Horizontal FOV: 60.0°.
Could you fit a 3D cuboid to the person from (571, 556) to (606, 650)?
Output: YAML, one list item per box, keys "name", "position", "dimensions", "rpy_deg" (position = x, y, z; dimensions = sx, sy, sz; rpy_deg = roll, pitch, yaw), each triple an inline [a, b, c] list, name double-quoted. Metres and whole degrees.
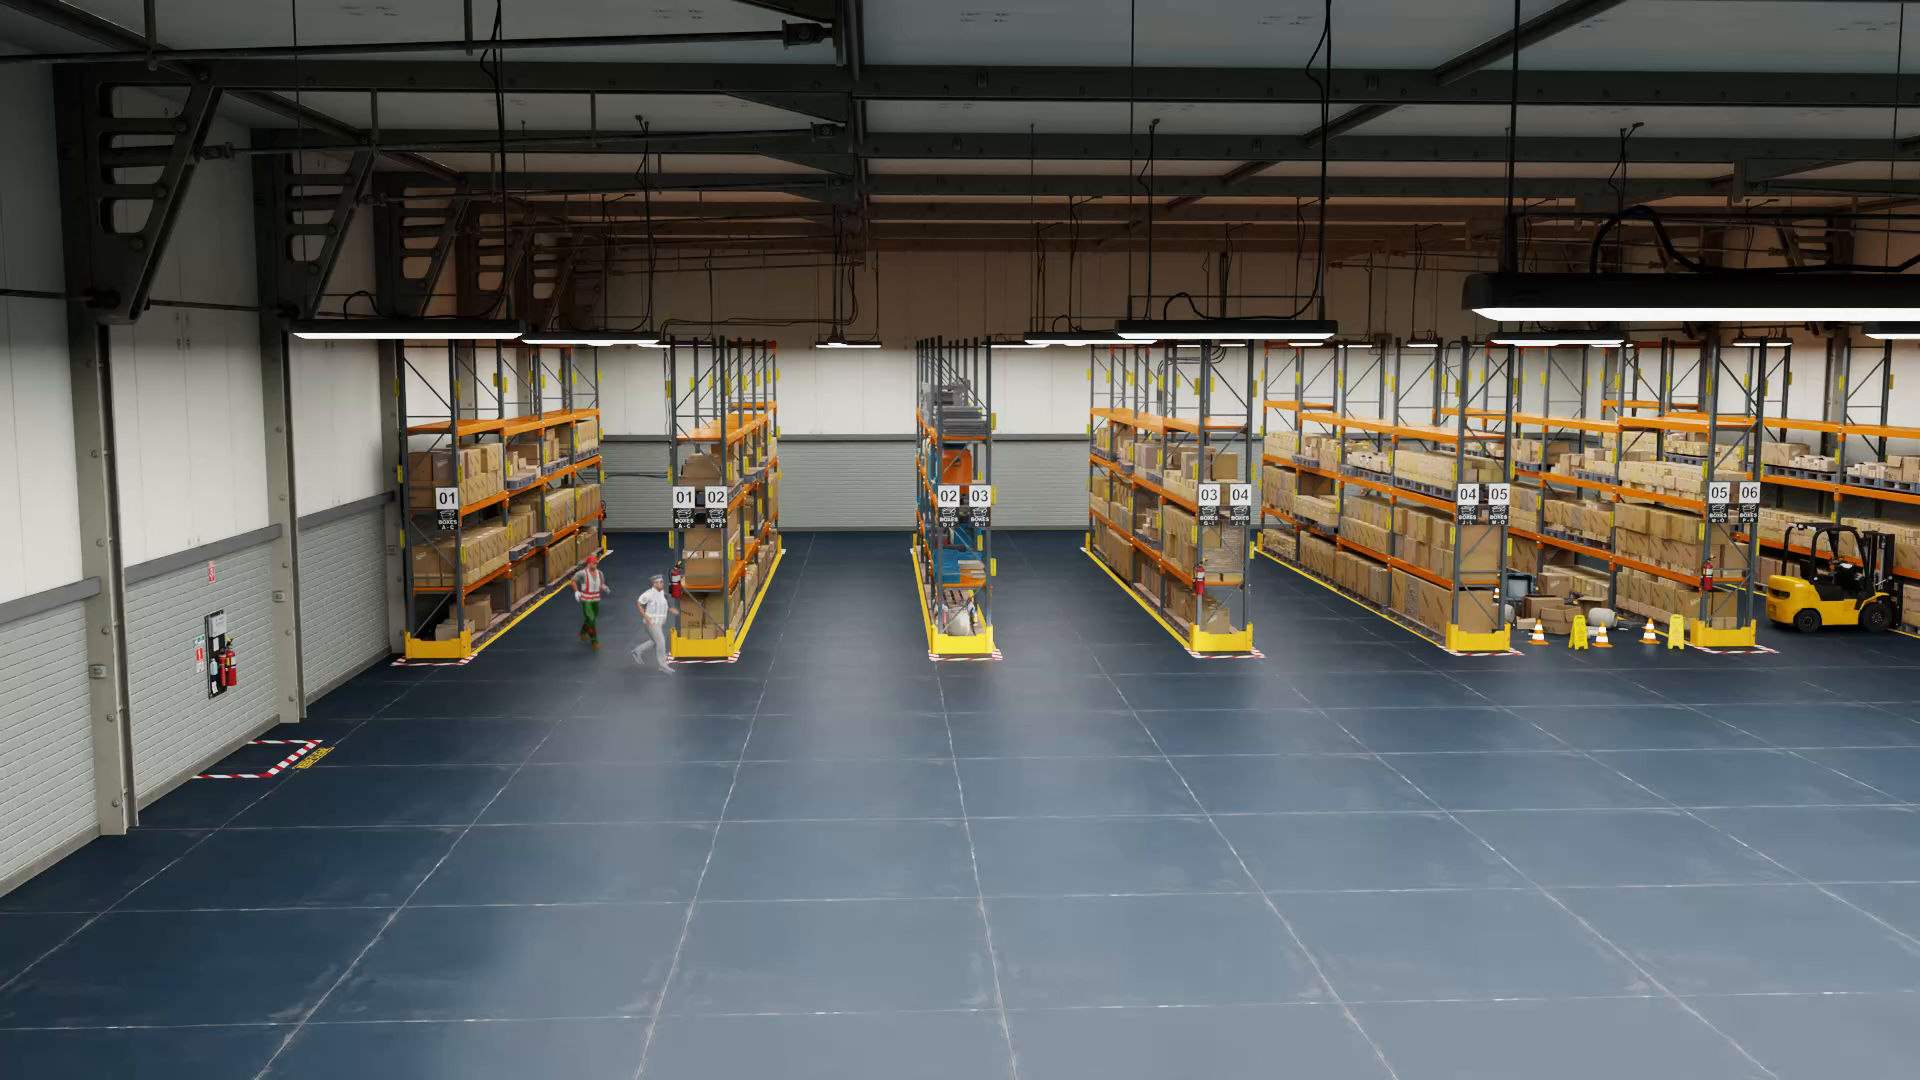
- name: "person"
  position: [-7.166, 1.178, 32.178]
  dimensions: [0.970, 1.785, 0.612]
  rpy_deg: [6, 9, 44]

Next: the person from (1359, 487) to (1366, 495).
- name: "person"
  position: [12.208, -0.808, 50.385]
  dimensions: [0.735, 1.619, 0.612]
  rpy_deg: [-3, 7, -22]

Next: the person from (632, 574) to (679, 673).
- name: "person"
  position: [-5.523, 1.481, 29.775]
  dimensions: [0.952, 1.776, 0.646]
  rpy_deg: [2, 7, 18]
